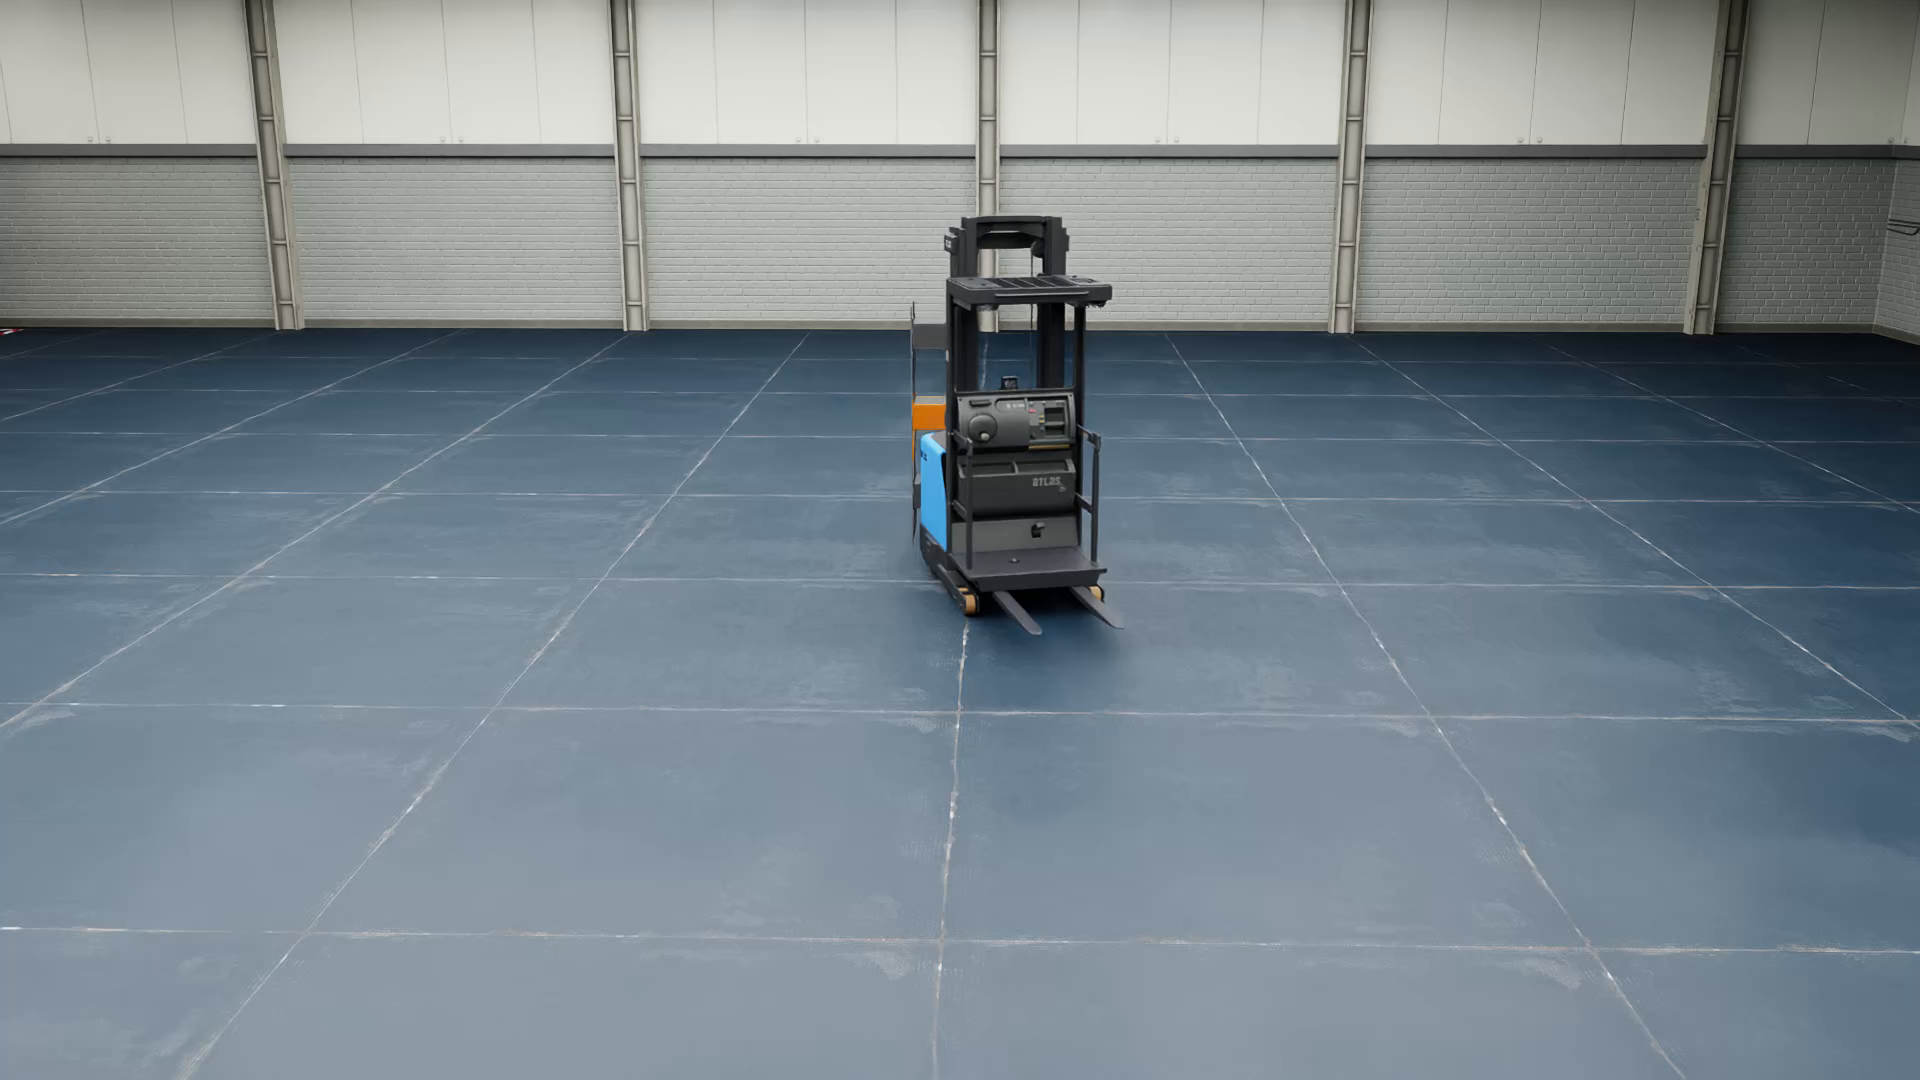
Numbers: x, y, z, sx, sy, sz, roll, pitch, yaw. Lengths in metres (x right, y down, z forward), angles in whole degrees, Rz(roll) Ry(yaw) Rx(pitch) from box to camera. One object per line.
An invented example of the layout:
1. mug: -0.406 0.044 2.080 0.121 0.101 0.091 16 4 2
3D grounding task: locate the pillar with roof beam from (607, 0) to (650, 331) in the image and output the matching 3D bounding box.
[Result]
1. pillar with roof beam: -5.648 -6.860 23.203 0.400 9.000 9.100 0 15 1

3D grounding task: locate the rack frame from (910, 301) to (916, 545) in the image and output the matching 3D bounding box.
1. rack frame: -0.409 -1.018 14.582 0.015 2.100 0.400 0 15 1

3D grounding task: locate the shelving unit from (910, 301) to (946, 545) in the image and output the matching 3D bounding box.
1. shelving unit: -0.165 -1.016 14.576 0.503 2.100 0.431 0 15 1

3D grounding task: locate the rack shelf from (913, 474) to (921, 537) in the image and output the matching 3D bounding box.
1. rack shelf: -0.165 -0.326 14.758 0.480 0.518 0.431 0 15 1

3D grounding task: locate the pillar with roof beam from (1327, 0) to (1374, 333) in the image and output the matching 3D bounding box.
1. pillar with roof beam: 6.348 -6.782 22.907 0.400 9.000 9.100 0 15 1

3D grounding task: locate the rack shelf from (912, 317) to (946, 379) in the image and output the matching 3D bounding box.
1. rack shelf: -0.165 -1.680 14.401 0.480 0.518 0.431 0 15 1

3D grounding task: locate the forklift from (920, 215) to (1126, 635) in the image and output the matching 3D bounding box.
1. forklift: 0.488 -0.945 12.677 1.130 2.935 3.031 -3 15 -13

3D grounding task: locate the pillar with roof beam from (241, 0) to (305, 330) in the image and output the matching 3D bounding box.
1. pillar with roof beam: -11.646 -6.900 23.351 0.400 9.000 9.100 0 15 1

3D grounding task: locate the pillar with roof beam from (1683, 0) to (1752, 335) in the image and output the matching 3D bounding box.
1. pillar with roof beam: 12.346 -6.743 22.759 0.400 9.000 9.100 0 15 1

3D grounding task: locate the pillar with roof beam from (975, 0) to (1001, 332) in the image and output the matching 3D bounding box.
1. pillar with roof beam: 0.350 -6.821 23.055 0.400 9.000 9.100 0 15 1

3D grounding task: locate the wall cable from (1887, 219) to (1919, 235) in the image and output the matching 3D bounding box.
1. wall cable: 15.368 -5.983 25.965 0.112 2.526 3.097 0 15 1

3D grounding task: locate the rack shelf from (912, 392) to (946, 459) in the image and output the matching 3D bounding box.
1. rack shelf: -0.165 -1.003 14.580 0.480 0.518 0.431 0 15 1
